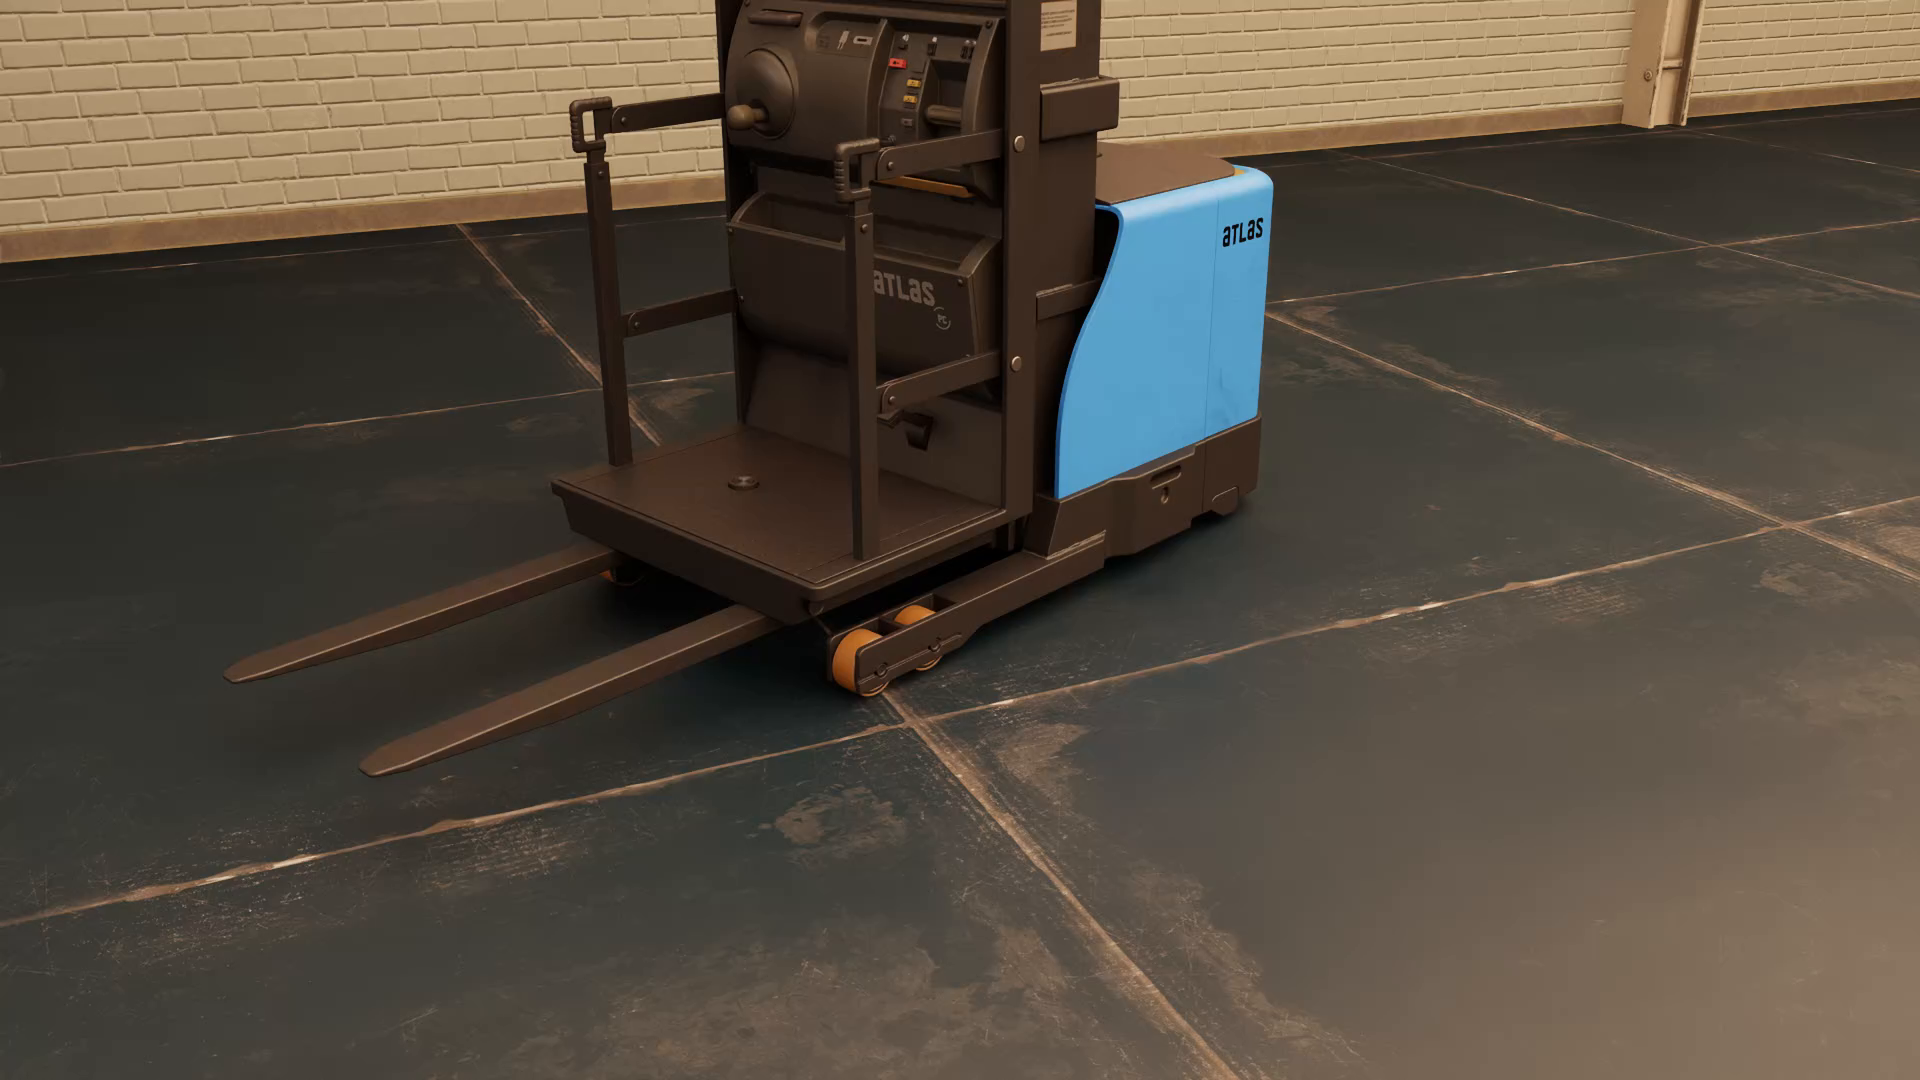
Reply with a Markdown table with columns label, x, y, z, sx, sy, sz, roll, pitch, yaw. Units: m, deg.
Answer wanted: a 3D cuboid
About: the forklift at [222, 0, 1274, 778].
| label | x | y | z | sx | sy | sz | roll | pitch | yaw |
| --- | --- | --- | --- | --- | --- | --- | --- | --- | --- |
| forklift | -0.413 | -1.182 | 4.131 | 1.130 | 2.935 | 3.031 | 19 | 29 | 39 |
